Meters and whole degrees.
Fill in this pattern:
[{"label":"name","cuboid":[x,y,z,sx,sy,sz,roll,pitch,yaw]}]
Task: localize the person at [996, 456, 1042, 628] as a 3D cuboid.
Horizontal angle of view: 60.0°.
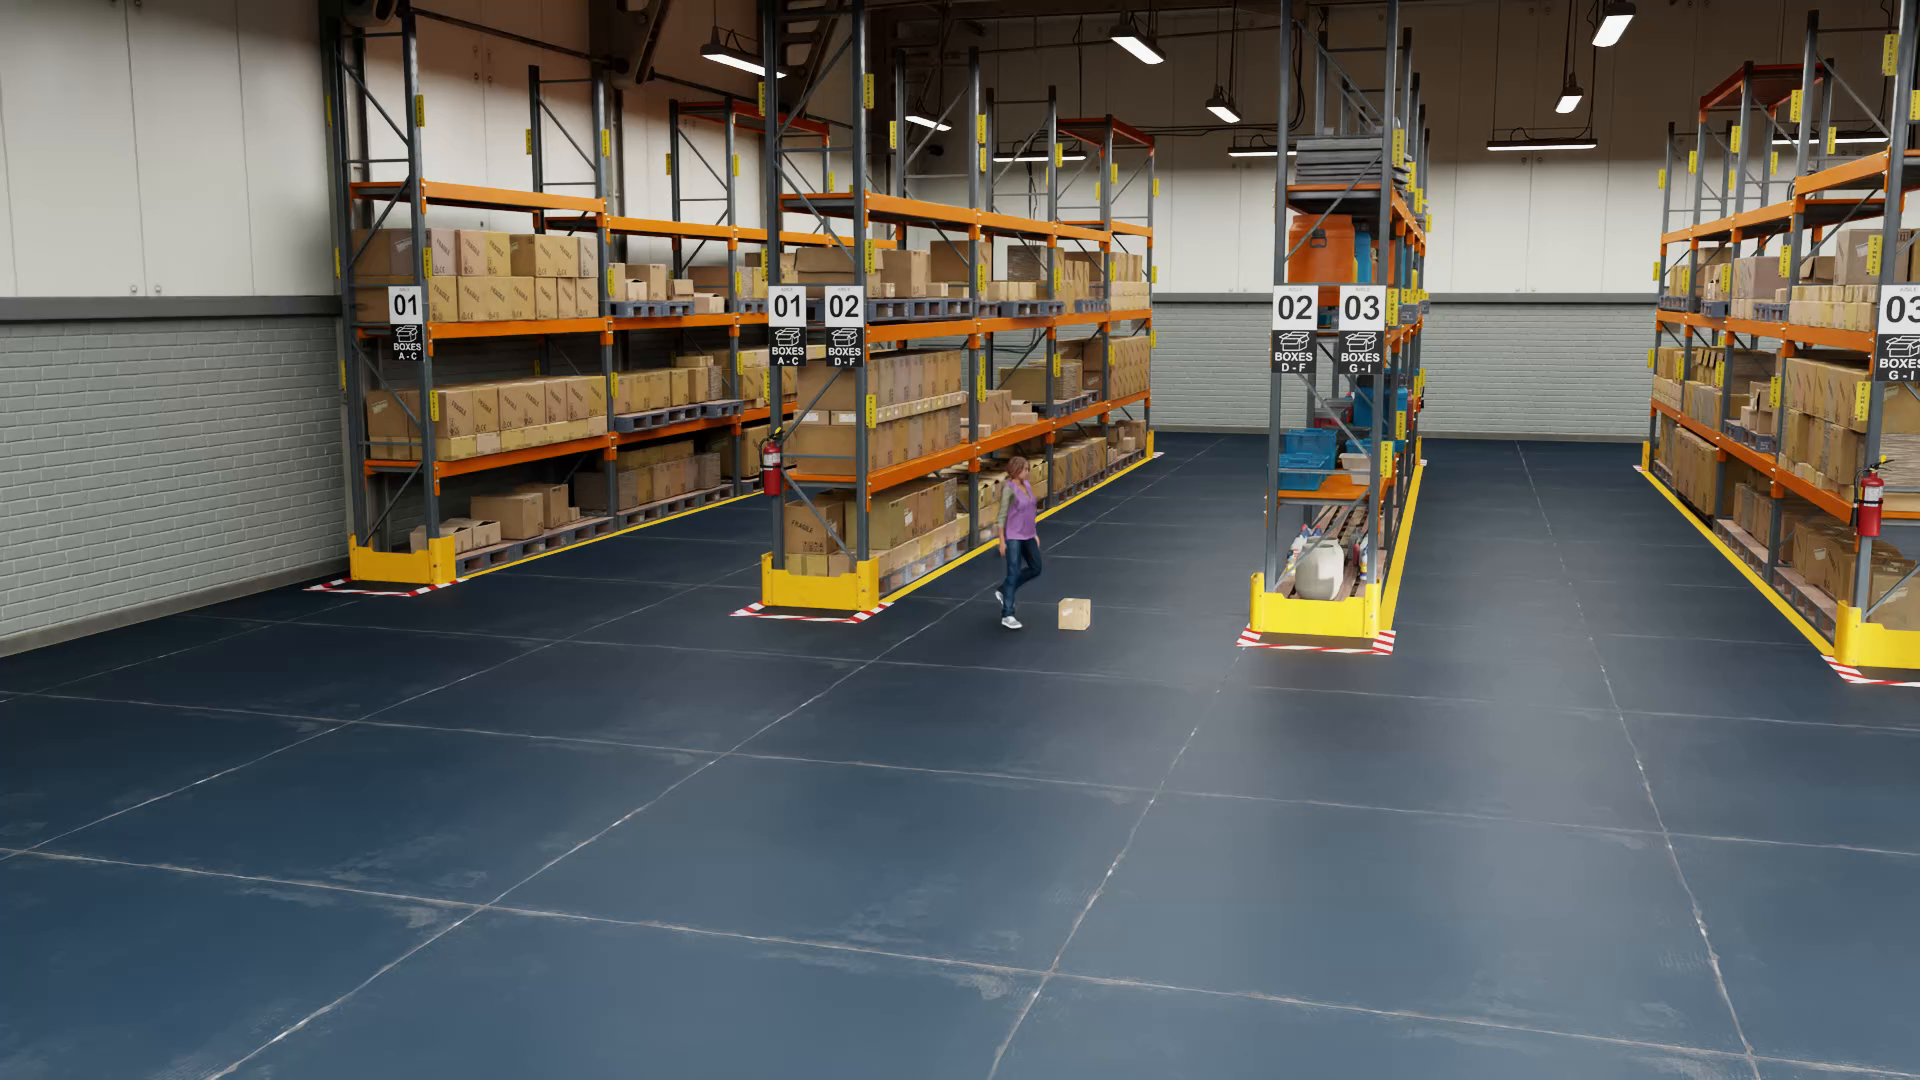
[{"label":"person","cuboid":[0.500,-0.004,15.778,0.510,1.594,0.539,6,10,35]}]
